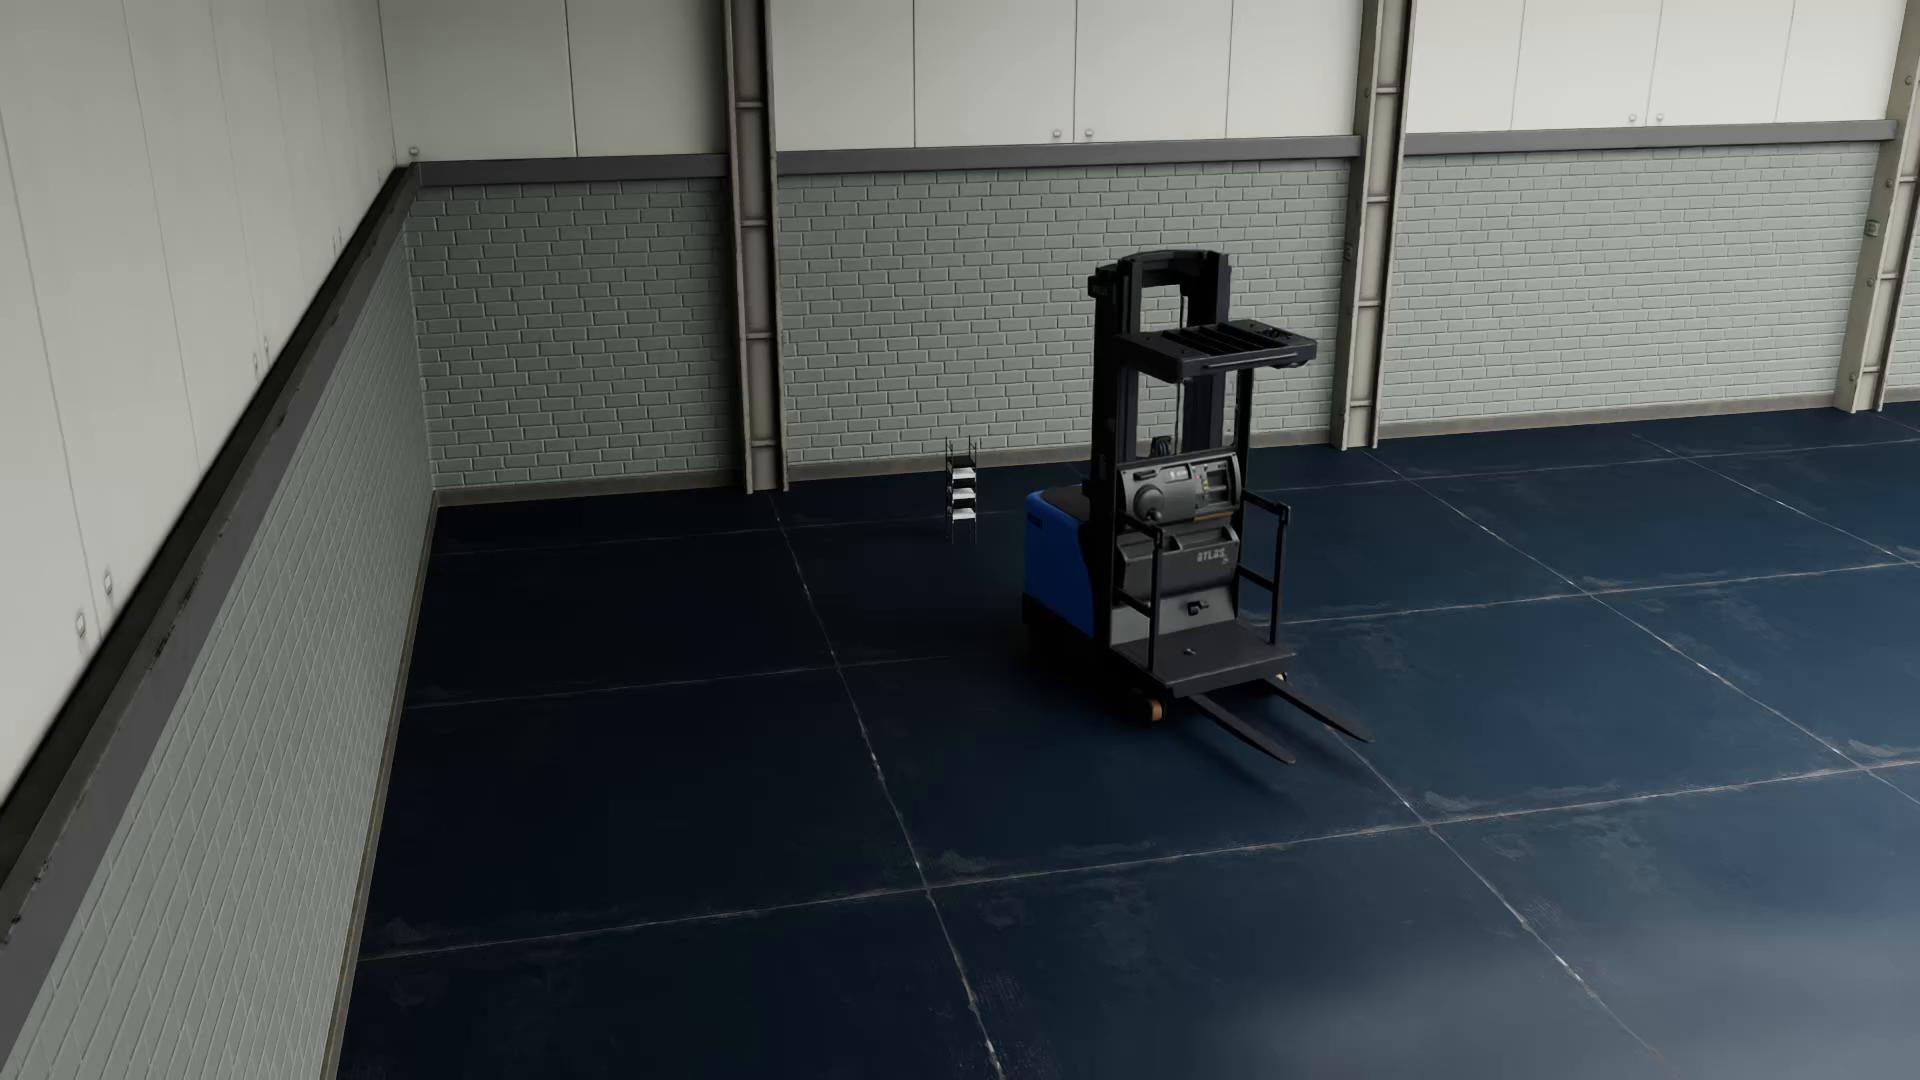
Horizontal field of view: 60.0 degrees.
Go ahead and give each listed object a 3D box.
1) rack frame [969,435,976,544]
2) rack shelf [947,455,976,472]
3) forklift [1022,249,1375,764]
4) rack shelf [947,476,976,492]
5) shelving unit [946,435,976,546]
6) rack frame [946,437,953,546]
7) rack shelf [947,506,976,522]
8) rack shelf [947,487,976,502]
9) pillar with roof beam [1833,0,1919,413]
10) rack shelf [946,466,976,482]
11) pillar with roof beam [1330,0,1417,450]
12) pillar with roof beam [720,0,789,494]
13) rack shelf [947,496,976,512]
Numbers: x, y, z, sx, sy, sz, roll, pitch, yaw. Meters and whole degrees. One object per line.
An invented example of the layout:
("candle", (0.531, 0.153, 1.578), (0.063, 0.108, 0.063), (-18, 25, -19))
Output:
("rack frame", (0.107, -0.431, 14.184), (0.006, 0.900, 0.240), (-5, 21, -12))
("rack shelf", (0.008, -0.645, 14.080), (0.200, 0.077, 0.258), (-5, 21, -12))
("forklift", (1.583, -0.339, 10.979), (1.130, 2.935, 3.031), (-10, 22, -25))
("rack shelf", (0.008, -0.476, 14.142), (0.200, 0.077, 0.258), (-5, 21, -12))
("shelving unit", (0.008, -0.423, 14.162), (0.210, 0.900, 0.258), (-5, 21, -12))
("rack frame", (-0.091, -0.415, 14.140), (0.006, 0.900, 0.240), (-5, 21, -12))
("rack shelf", (0.008, -0.223, 14.235), (0.200, 0.077, 0.258), (-5, 21, -12))
("rack shelf", (0.008, -0.392, 14.173), (0.200, 0.077, 0.258), (-5, 21, -12))
("pillar with roof beam", (10.837, -4.231, 12.783), (0.400, 9.000, 9.100), (-5, 21, -12))
("rack shelf", (0.008, -0.561, 14.111), (0.200, 0.077, 0.258), (-5, 21, -12))
("pillar with roof beam", (4.998, -3.756, 11.486), (0.400, 9.000, 9.100), (-5, 21, -12))
("pillar with roof beam", (-0.841, -3.281, 10.190), (0.400, 9.000, 9.100), (-5, 21, -12))
("rack shelf", (0.008, -0.307, 14.204), (0.200, 0.077, 0.258), (-5, 21, -12))
